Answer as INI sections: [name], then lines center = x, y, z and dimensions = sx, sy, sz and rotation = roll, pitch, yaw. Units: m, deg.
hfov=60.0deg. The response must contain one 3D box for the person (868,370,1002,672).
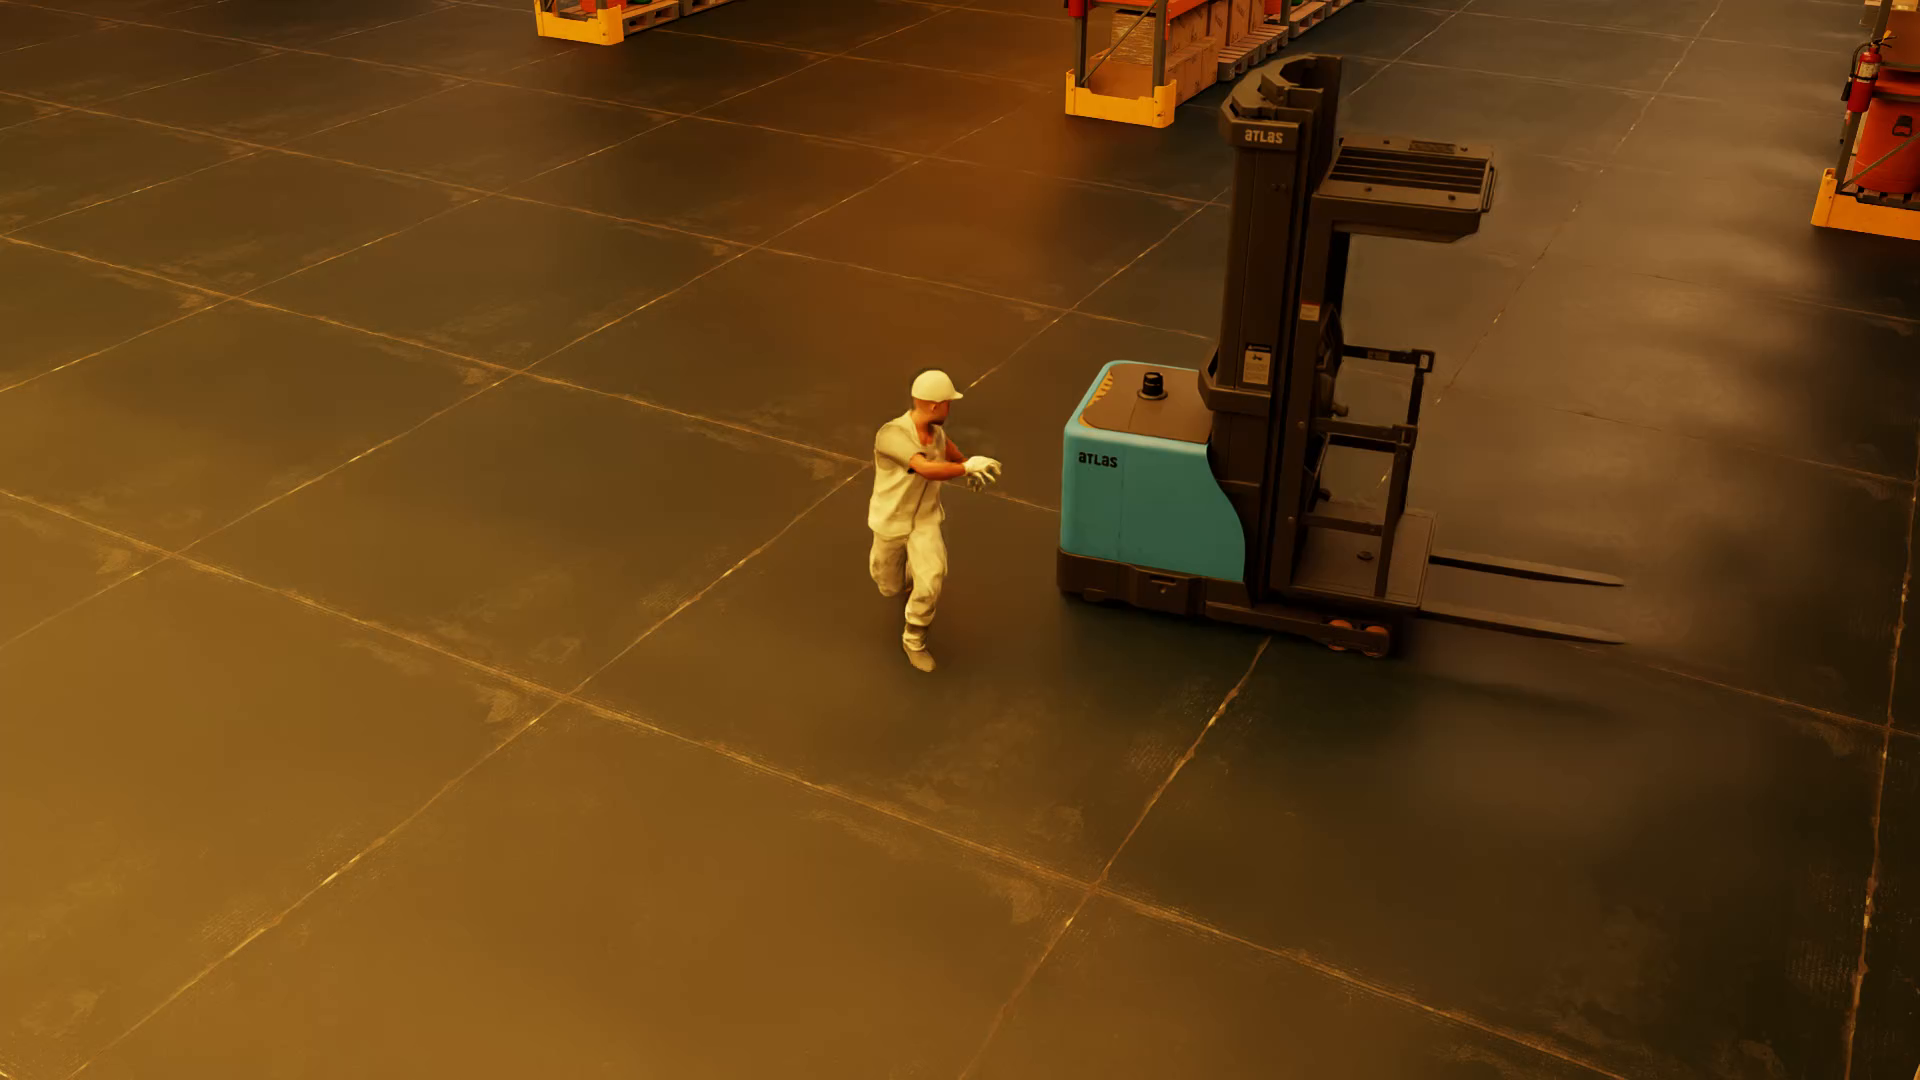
[person]
center = -0.136, -0.181, 8.861
dimensions = 0.744, 1.541, 0.973
rotation = -8, 31, -14

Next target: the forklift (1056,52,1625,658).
[forklift]
center = 2.120, -0.939, 8.698
dimensions = 3.031, 2.935, 1.130
rotation = 10, 31, 16
